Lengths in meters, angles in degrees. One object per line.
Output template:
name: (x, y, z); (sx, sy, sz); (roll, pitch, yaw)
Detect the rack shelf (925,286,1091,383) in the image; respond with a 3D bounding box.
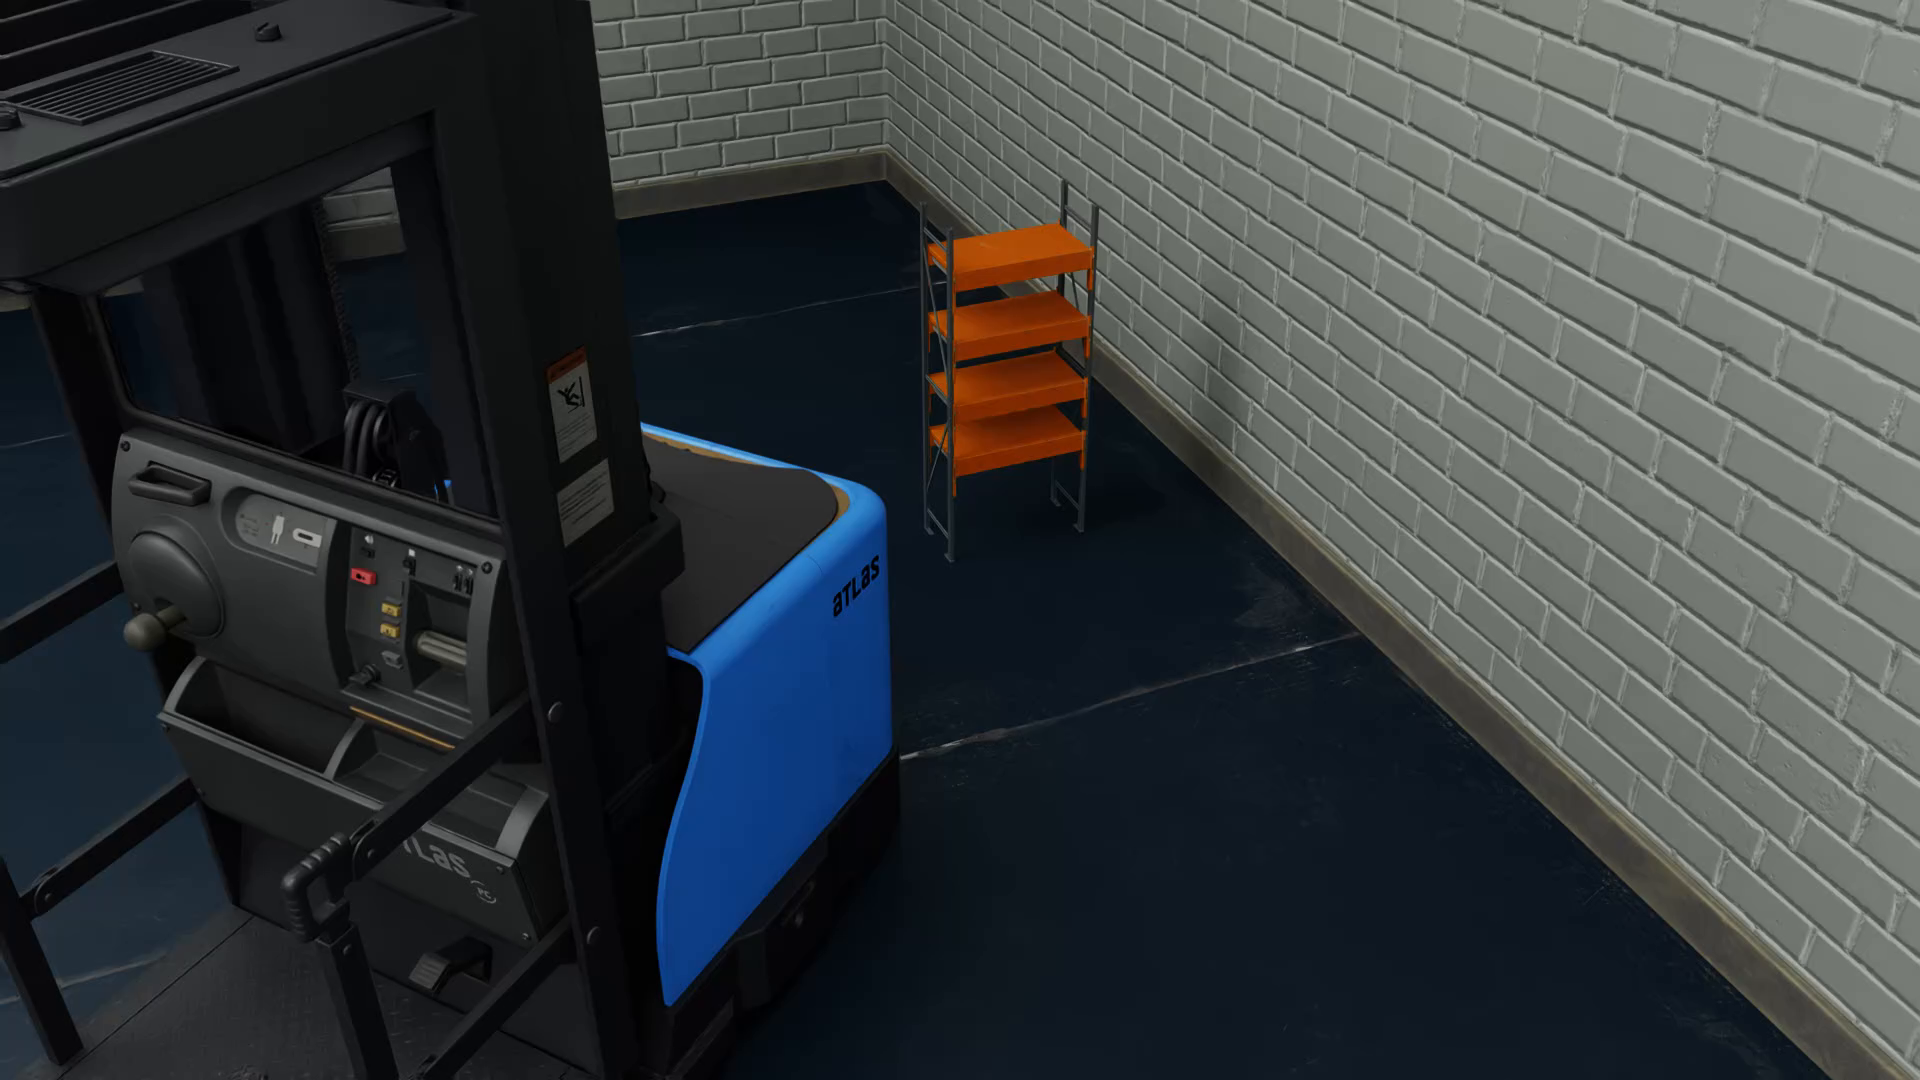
rack shelf: (0.153, -0.669, 5.391); (0.480, 0.148, 0.258); (-13, 35, -19)

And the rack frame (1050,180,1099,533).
rack frame: (0.378, -0.589, 5.556); (0.015, 1.200, 0.240); (-13, 35, -19)

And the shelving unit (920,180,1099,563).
shelving unit: (0.153, -0.538, 5.476); (0.503, 1.200, 0.258); (-13, 35, -19)

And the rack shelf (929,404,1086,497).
rack shelf: (0.153, -0.315, 5.621); (0.480, 0.148, 0.258); (-13, 35, -19)

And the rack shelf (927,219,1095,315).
rack shelf: (0.153, -0.867, 5.262); (0.480, 0.148, 0.258); (-13, 35, -19)

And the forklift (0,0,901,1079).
forklift: (-1.293, 0.138, 2.850); (1.130, 2.935, 3.031); (16, 36, 23)

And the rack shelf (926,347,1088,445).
rack shelf: (0.153, -0.481, 5.513); (0.480, 0.148, 0.258); (-13, 35, -19)

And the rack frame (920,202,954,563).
rack frame: (-0.072, -0.486, 5.397); (0.015, 1.200, 0.240); (-13, 35, -19)
